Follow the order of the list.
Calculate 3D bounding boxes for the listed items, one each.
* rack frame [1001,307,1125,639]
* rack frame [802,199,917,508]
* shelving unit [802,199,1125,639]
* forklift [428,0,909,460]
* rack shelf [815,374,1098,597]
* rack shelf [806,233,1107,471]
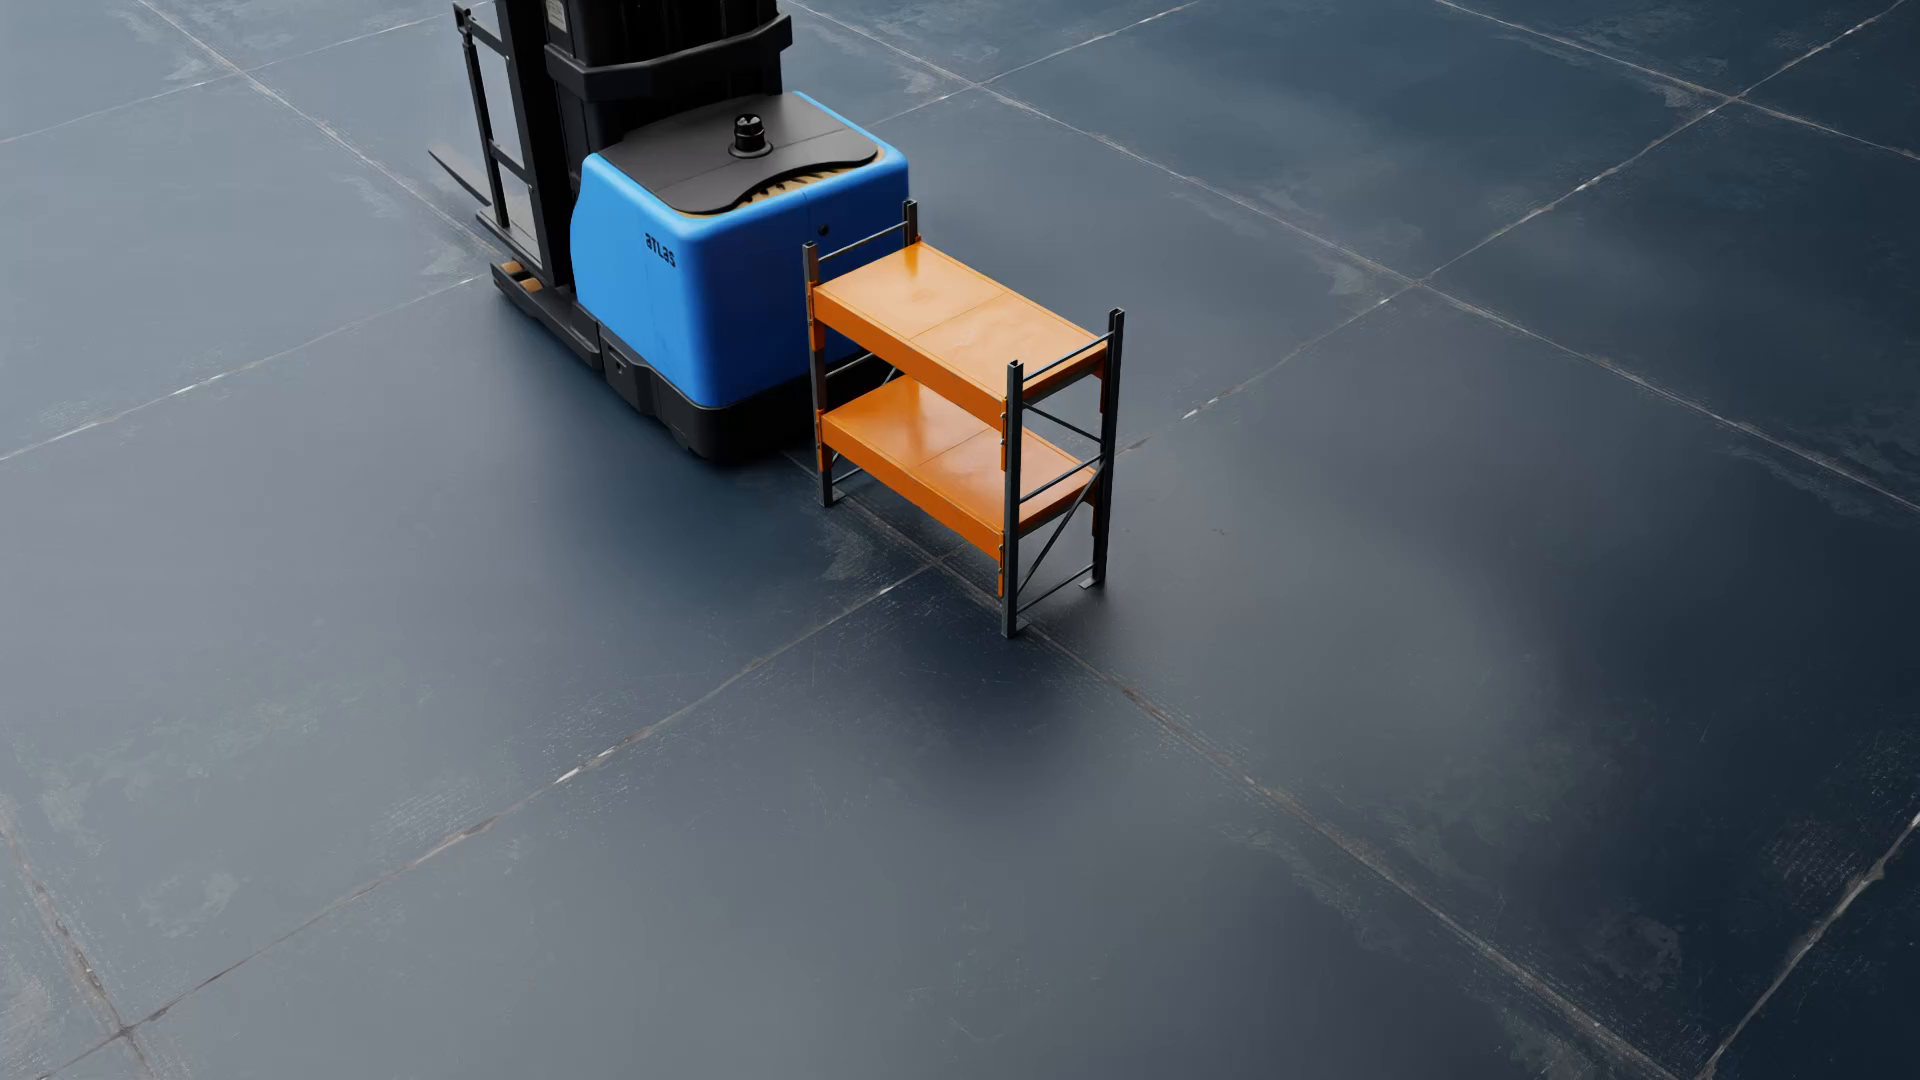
[{"bbox_3d":[0.339,-0.205,5.609,0.500,1.125,0.032,-30,48,-32],"label":"rack frame"},{"bbox_3d":[-0.348,-0.676,6.192,0.500,1.125,0.032,-30,48,-32],"label":"rack frame"},{"bbox_3d":[-0.005,-0.441,5.900,0.538,1.125,1.048,-30,48,-32],"label":"shelving unit"},{"bbox_3d":[-1.482,-2.324,6.795,1.130,2.935,3.031,-26,46,-28],"label":"forklift"},{"bbox_3d":[-0.005,-0.251,6.054,0.538,0.278,1.000,-30,48,-32],"label":"rack shelf"},{"bbox_3d":[-0.005,-0.668,5.717,0.538,0.278,1.000,-30,48,-32],"label":"rack shelf"}]
